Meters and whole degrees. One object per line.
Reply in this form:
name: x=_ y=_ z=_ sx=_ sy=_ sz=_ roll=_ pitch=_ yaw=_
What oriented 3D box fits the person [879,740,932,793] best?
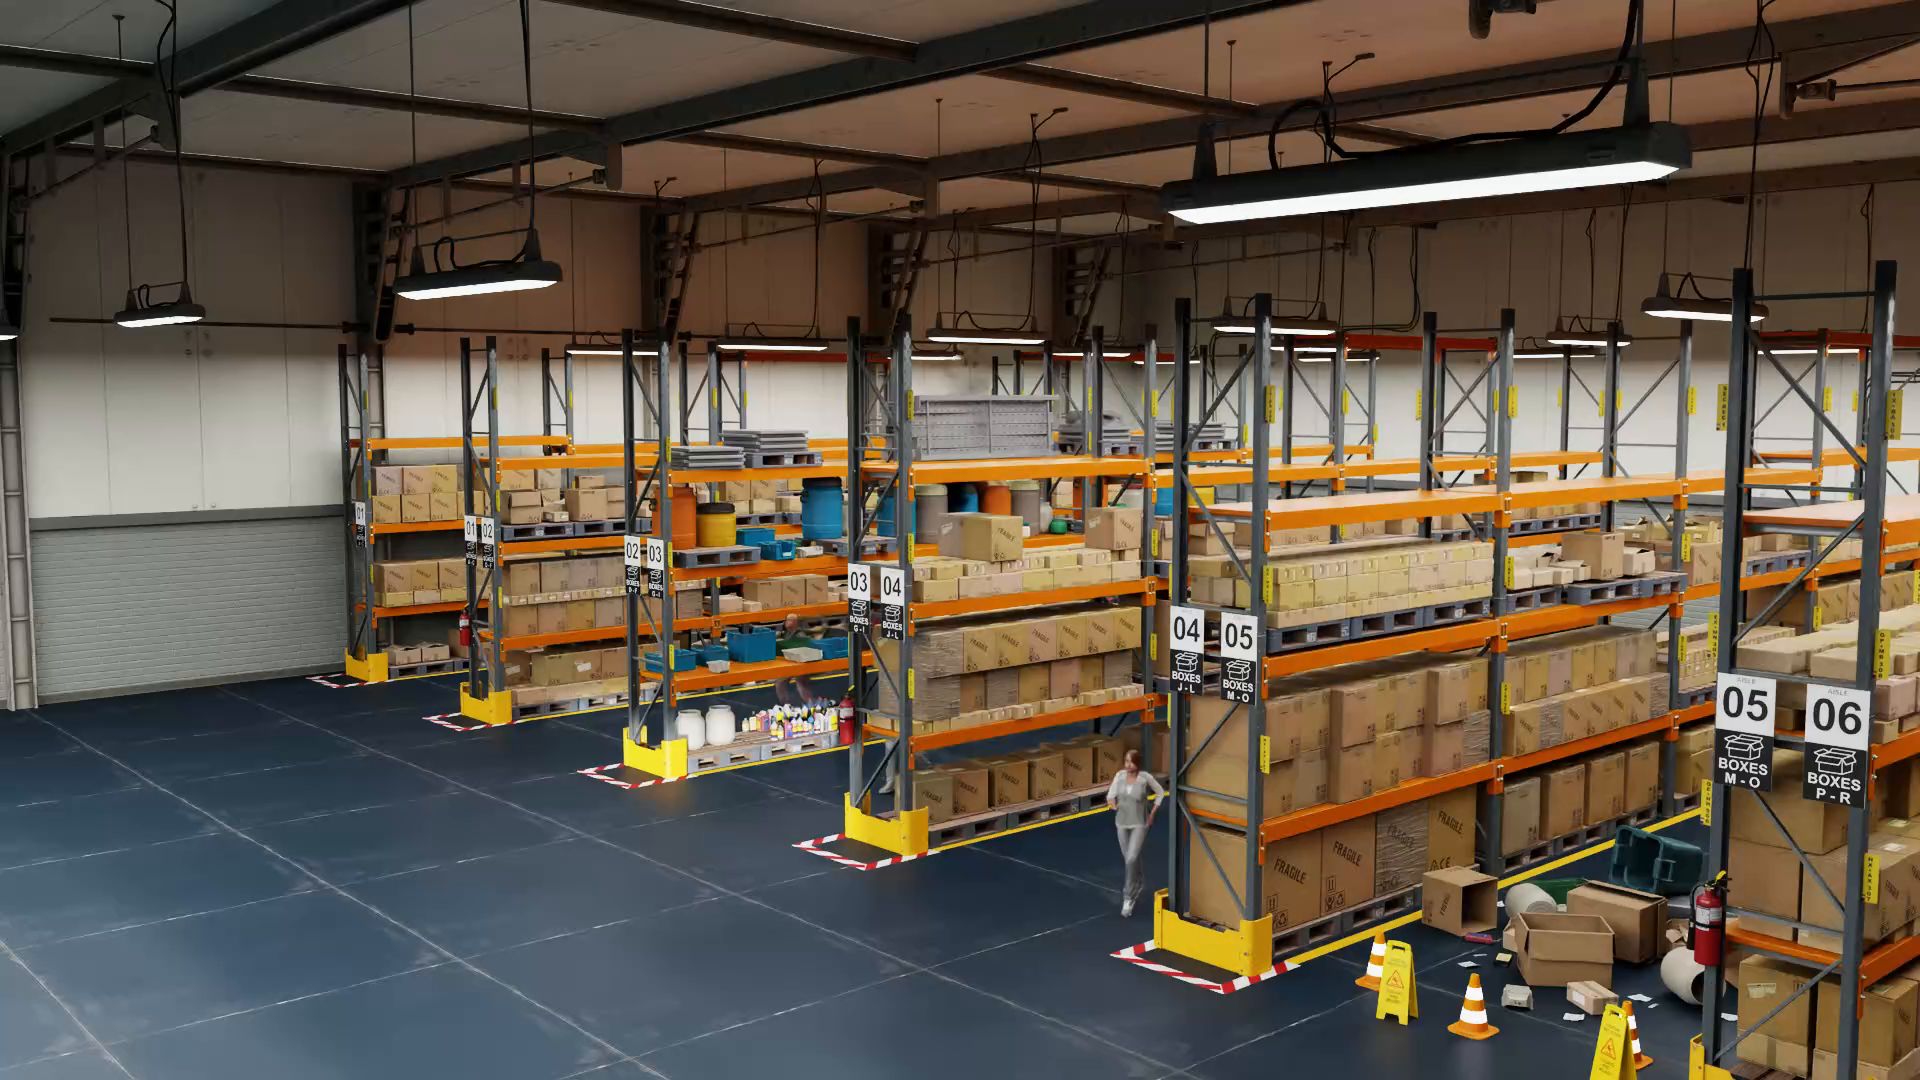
person: x=-0.749 y=2.397 z=21.497 sx=0.624 sy=1.669 sz=0.836 roll=4 pitch=7 yaw=40

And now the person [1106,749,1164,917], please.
person: x=1.727 y=2.888 z=16.601 sx=0.532 sy=1.644 sz=0.707 roll=3 pitch=6 yaw=31

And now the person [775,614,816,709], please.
person: x=-2.552 y=2.011 z=25.852 sx=0.574 sy=1.760 sz=0.847 roll=4 pitch=7 yaw=40
